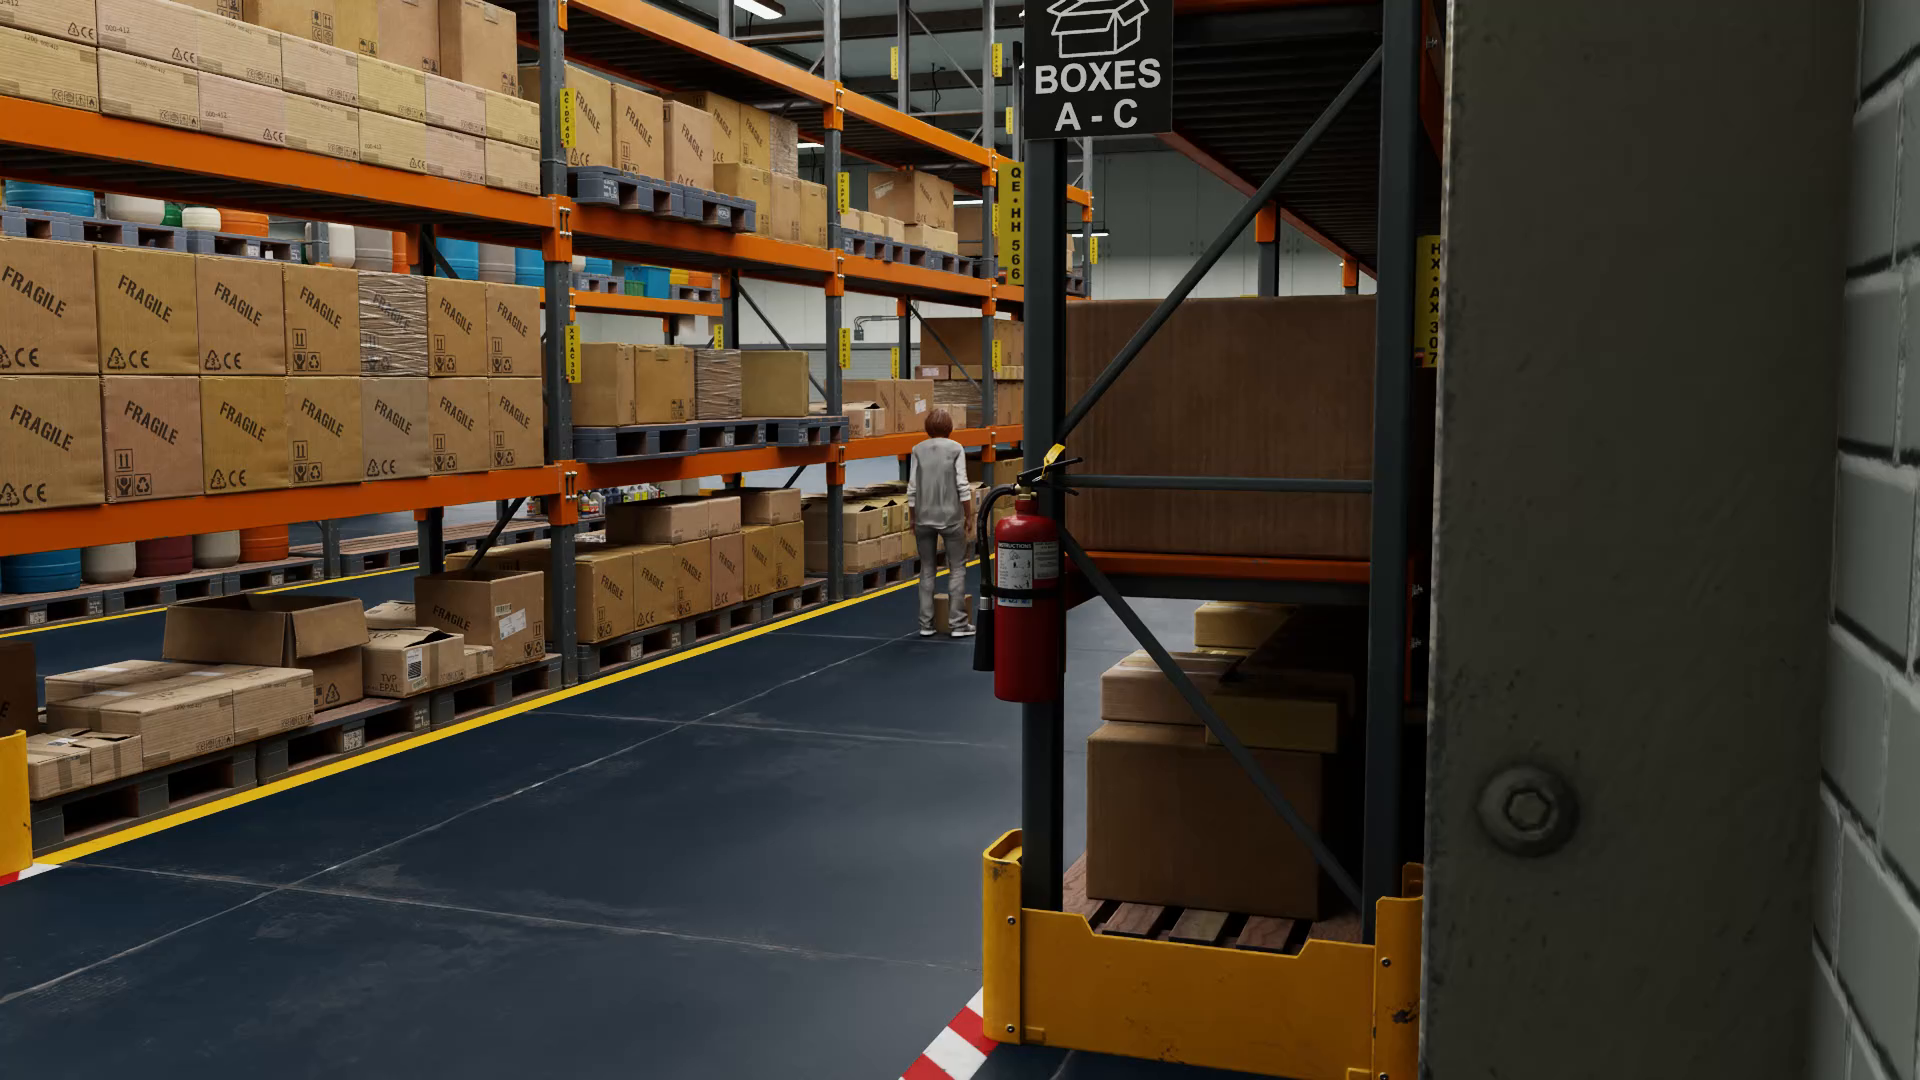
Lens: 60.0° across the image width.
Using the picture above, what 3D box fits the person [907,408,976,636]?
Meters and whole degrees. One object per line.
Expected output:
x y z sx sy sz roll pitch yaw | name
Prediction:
-0.137 -0.114 11.612 0.472 1.580 0.347 2 6 16 | person
